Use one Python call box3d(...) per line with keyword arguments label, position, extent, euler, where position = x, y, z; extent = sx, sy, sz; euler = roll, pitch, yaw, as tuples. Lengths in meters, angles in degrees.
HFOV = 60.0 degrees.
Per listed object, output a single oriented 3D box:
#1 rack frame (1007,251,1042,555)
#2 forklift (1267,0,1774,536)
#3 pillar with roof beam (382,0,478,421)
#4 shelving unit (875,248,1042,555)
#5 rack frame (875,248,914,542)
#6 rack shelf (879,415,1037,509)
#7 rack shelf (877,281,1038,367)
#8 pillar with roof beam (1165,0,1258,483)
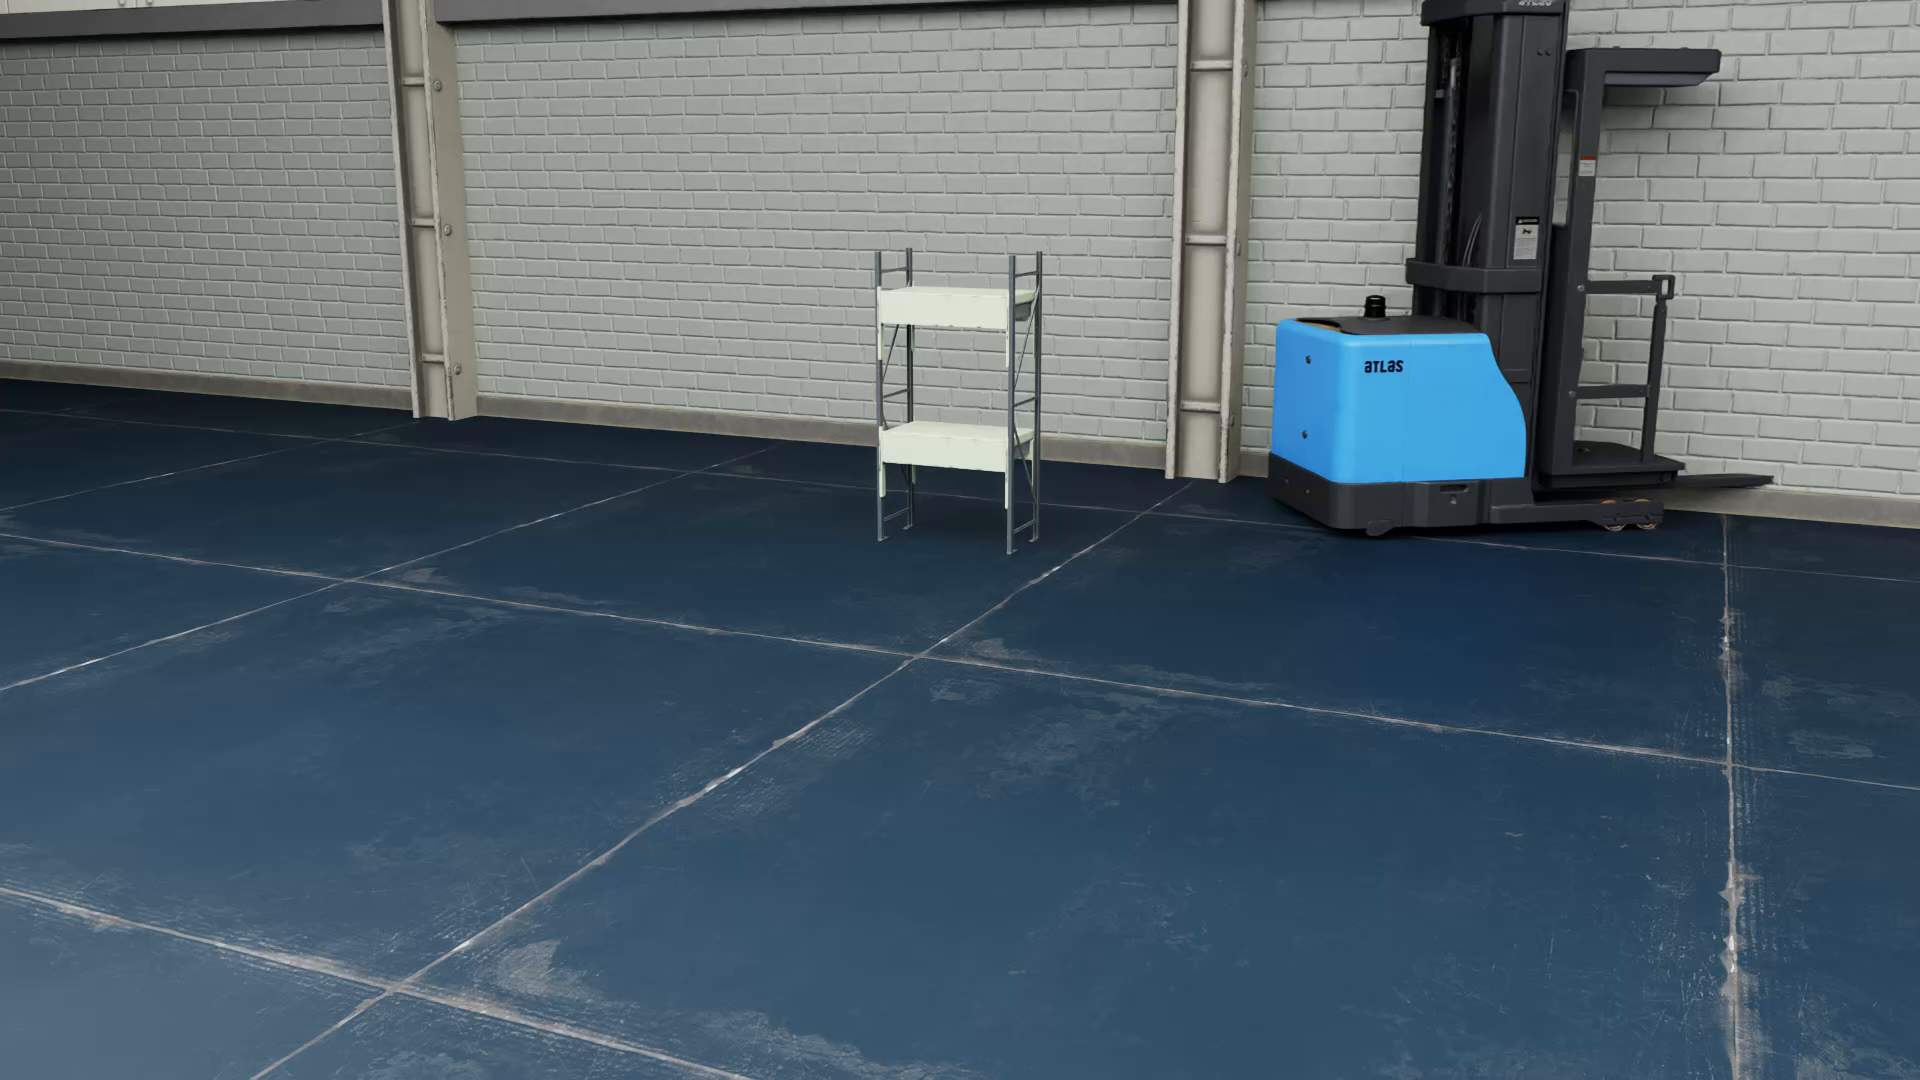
box3d(label="rack frame", position=(0.329, -0.697, 8.442), extent=(0.023, 1.500, 0.400), euler=(6, 14, 23))
box3d(label="forklift", position=(3.338, -1.590, 9.117), extent=(3.031, 2.935, 1.130), euler=(-2, 13, -11))
box3d(label="pillar with roof beam", position=(-5.705, -4.438, 7.971), extent=(0.400, 9.000, 9.100), euler=(6, 14, 23))
box3d(label="shelving unit", position=(-0.006, -0.731, 8.586), extent=(0.755, 1.500, 0.431), euler=(6, 14, 23))
box3d(label="rack frame", position=(-0.341, -0.765, 8.730), extent=(0.023, 1.500, 0.400), euler=(6, 14, 23))
box3d(label="rack shelf", position=(-0.006, -0.413, 8.661), extent=(0.720, 0.370, 0.431), euler=(6, 14, 23))
box3d(label="rack shelf", position=(-0.006, -1.111, 8.497), extent=(0.720, 0.370, 0.431), euler=(6, 14, 23))
box3d(label="pillar with roof beam", position=(-0.219, -3.883, 5.605), extent=(0.400, 9.000, 9.100), euler=(6, 14, 23))
